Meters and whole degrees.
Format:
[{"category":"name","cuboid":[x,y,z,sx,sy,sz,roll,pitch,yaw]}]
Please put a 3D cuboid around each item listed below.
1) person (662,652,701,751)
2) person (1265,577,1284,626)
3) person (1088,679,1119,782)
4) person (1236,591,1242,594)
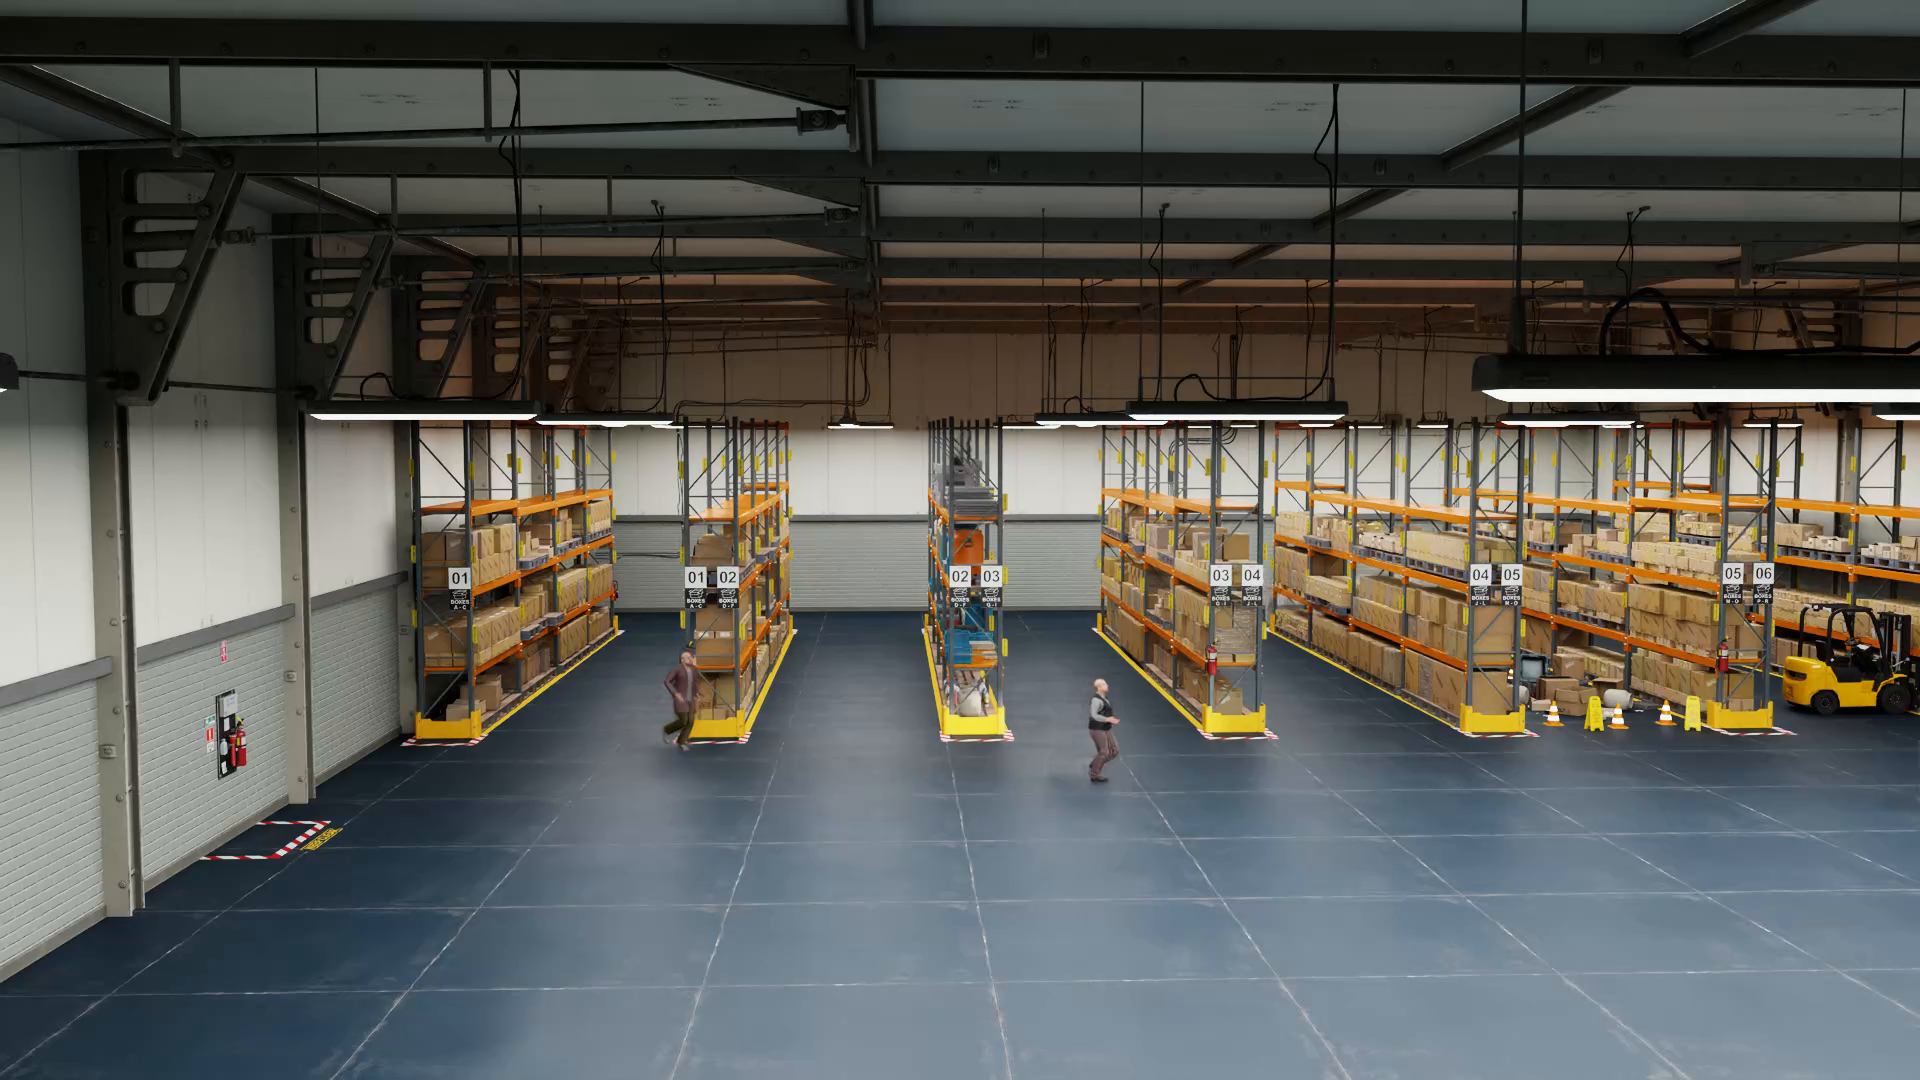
[{"category":"person","cuboid":[-5.016,2.911,30.118,0.647,1.756,0.735,3,5,37]},{"category":"person","cuboid":[9.375,1.692,48.863,0.910,1.844,0.736,-1,4,-9]},{"category":"person","cuboid":[2.368,3.108,27.152,0.569,1.682,0.668,1,4,21]},{"category":"person","cuboid":[7.695,1.780,47.127,0.764,1.713,0.641,2,4,22]}]
